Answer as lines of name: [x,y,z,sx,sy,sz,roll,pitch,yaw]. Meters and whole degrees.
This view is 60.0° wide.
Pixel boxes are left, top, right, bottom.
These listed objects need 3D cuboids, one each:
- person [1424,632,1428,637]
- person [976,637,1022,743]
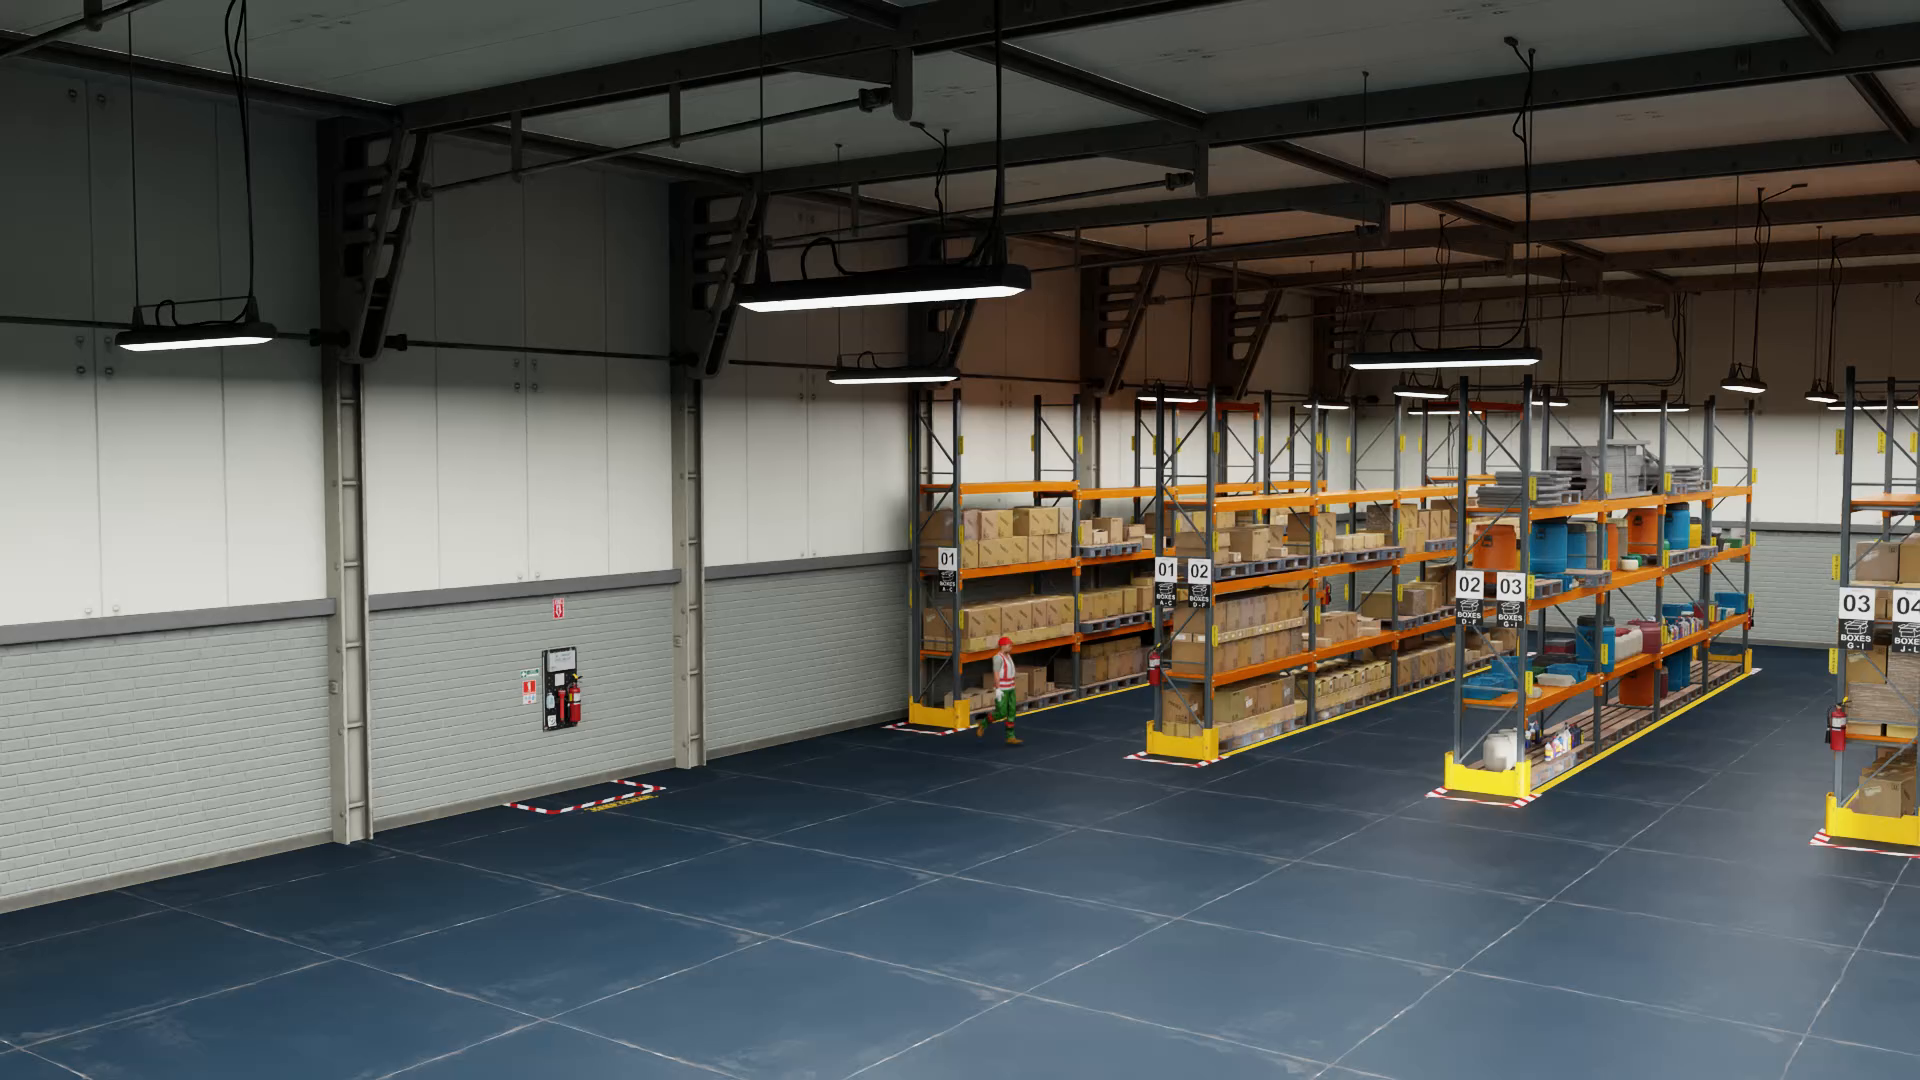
person: [10.999,1.835,39.972,0.547,1.787,0.587,-1,4,-23]
person: [0.689,2.509,27.846,0.735,1.783,0.576,2,4,31]
